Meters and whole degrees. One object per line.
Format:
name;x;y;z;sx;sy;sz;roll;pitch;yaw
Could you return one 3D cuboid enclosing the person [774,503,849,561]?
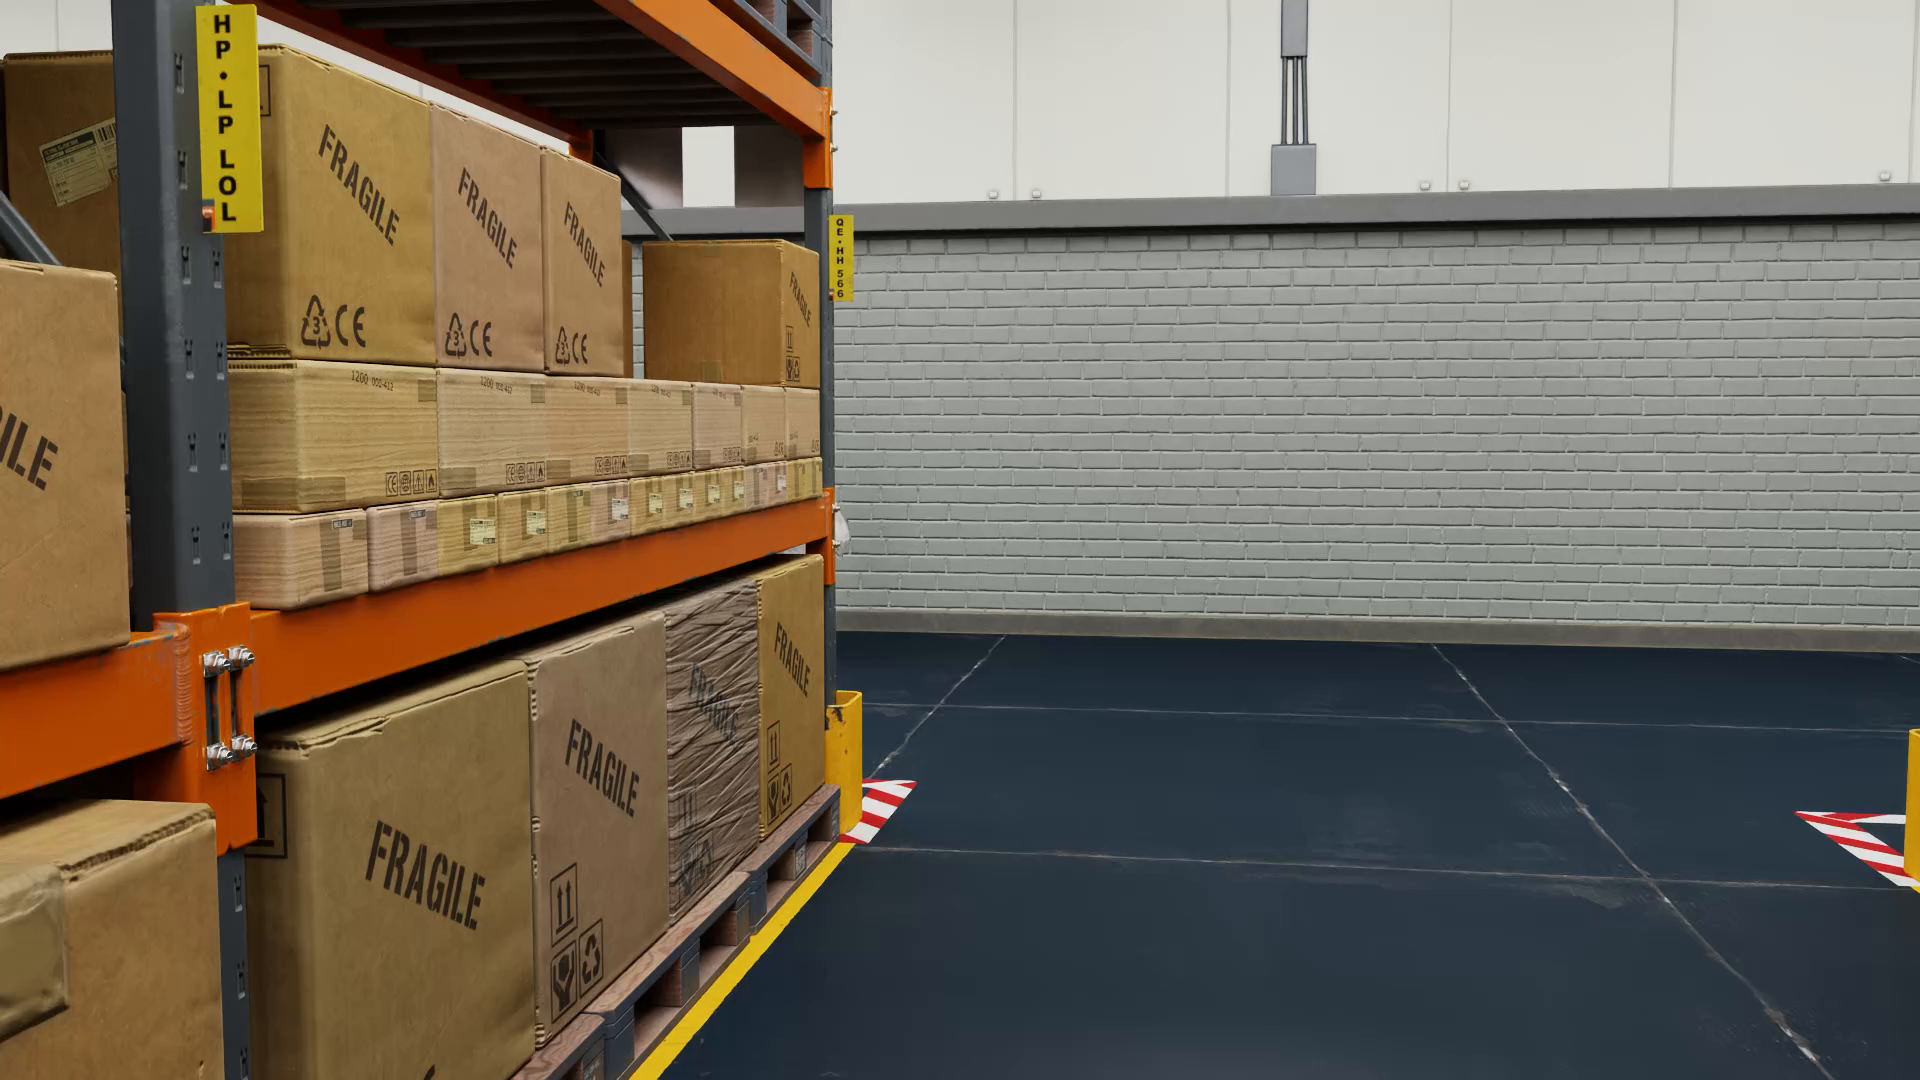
person;-1.100;0.031;10.903;0.717;1.498;0.610;1;4;9
